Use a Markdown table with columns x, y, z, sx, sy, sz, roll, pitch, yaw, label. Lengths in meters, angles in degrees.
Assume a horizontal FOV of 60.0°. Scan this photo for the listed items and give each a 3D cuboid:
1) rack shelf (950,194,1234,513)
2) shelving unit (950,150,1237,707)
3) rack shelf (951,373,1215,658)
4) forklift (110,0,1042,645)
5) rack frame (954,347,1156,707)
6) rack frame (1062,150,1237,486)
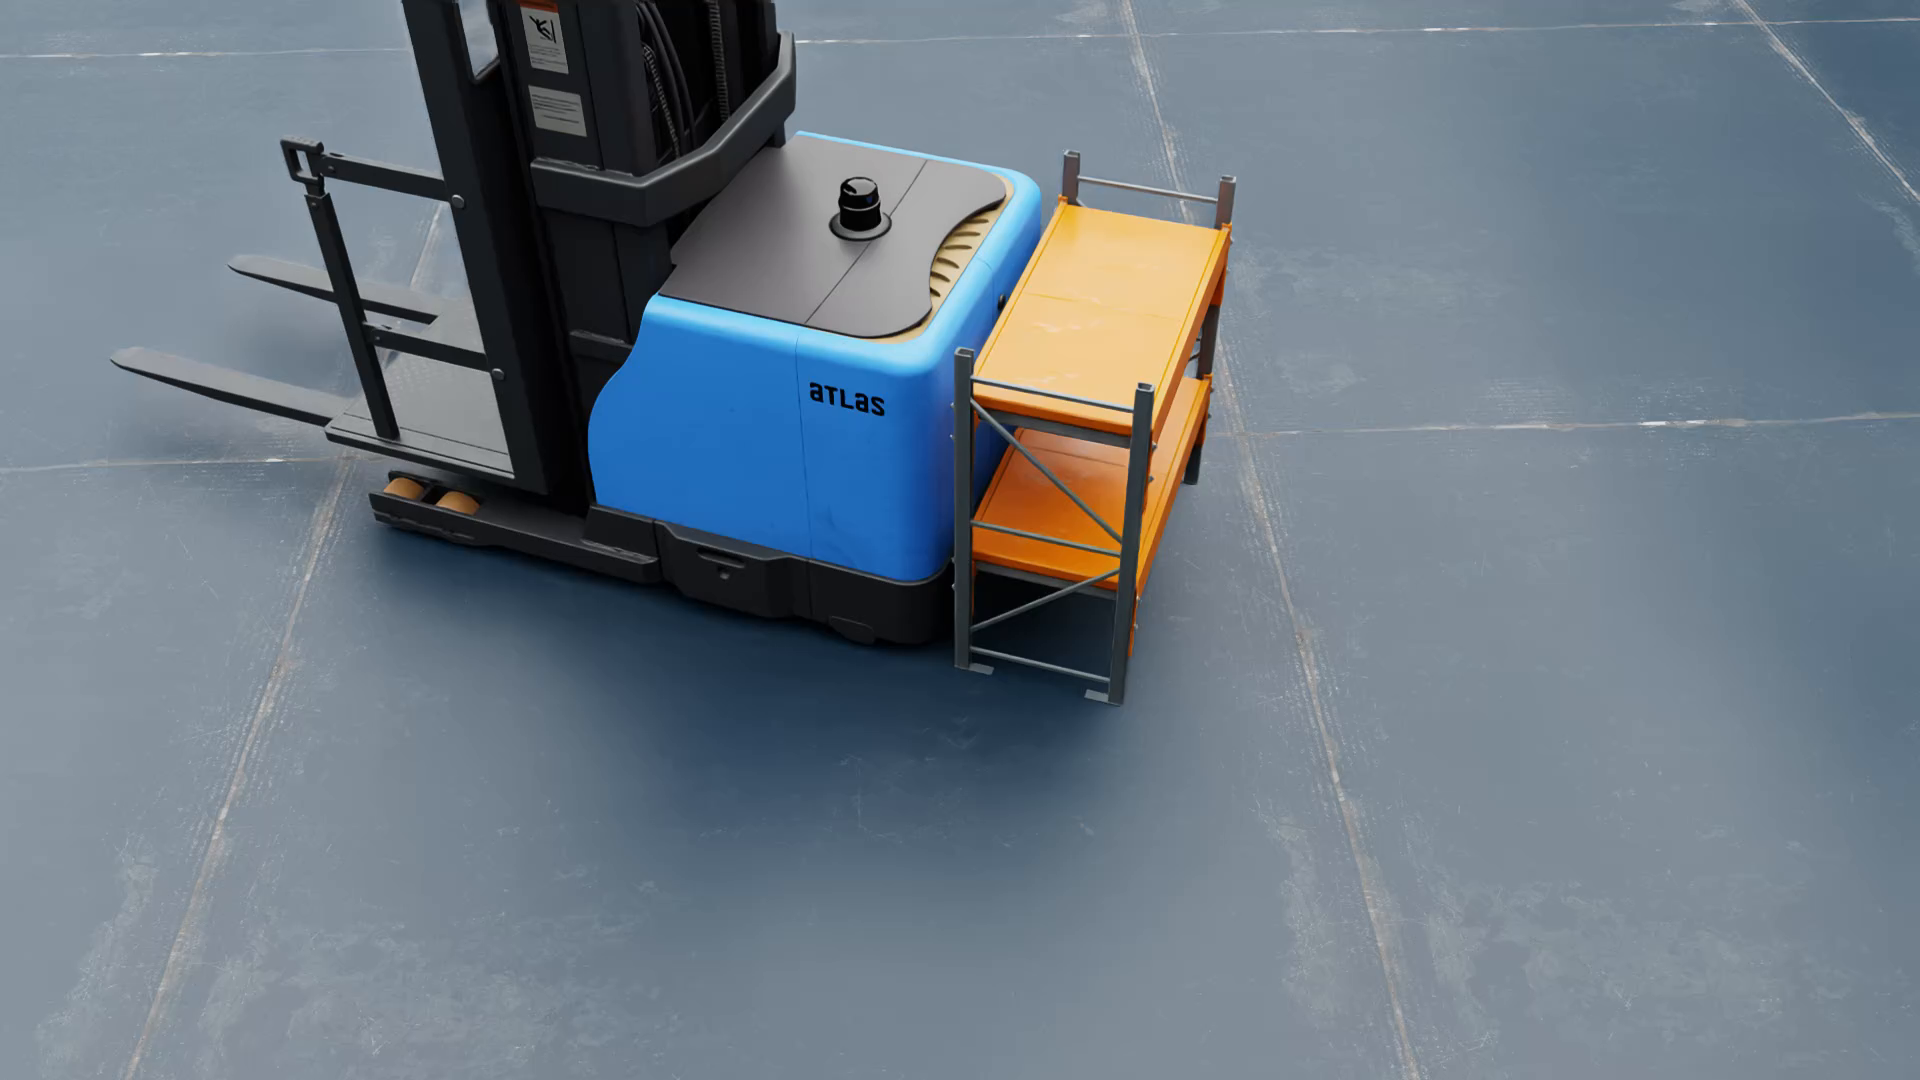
| x | y | z | sx | sy | sz | roll | pitch | yaw | label |
| --- | --- | --- | --- | --- | --- | --- | --- | --- | --- |
| 0.384 | -0.543 | 4.577 | 0.538 | 0.278 | 1.000 | 12 | 44 | 13 | rack shelf |
| 0.384 | -0.328 | 4.775 | 0.538 | 1.125 | 1.048 | 12 | 44 | 13 | shelving unit |
| 0.384 | -0.147 | 4.940 | 0.538 | 0.278 | 1.000 | 12 | 44 | 13 | rack shelf |
| -1.322 | -1.387 | 4.594 | 3.031 | 2.935 | 1.130 | 14 | 44 | 15 | forklift |
| 0.227 | -0.001 | 4.418 | 0.500 | 1.125 | 0.032 | 12 | 44 | 13 | rack frame |
| 0.541 | -0.654 | 5.131 | 0.500 | 1.125 | 0.032 | 12 | 44 | 13 | rack frame |
